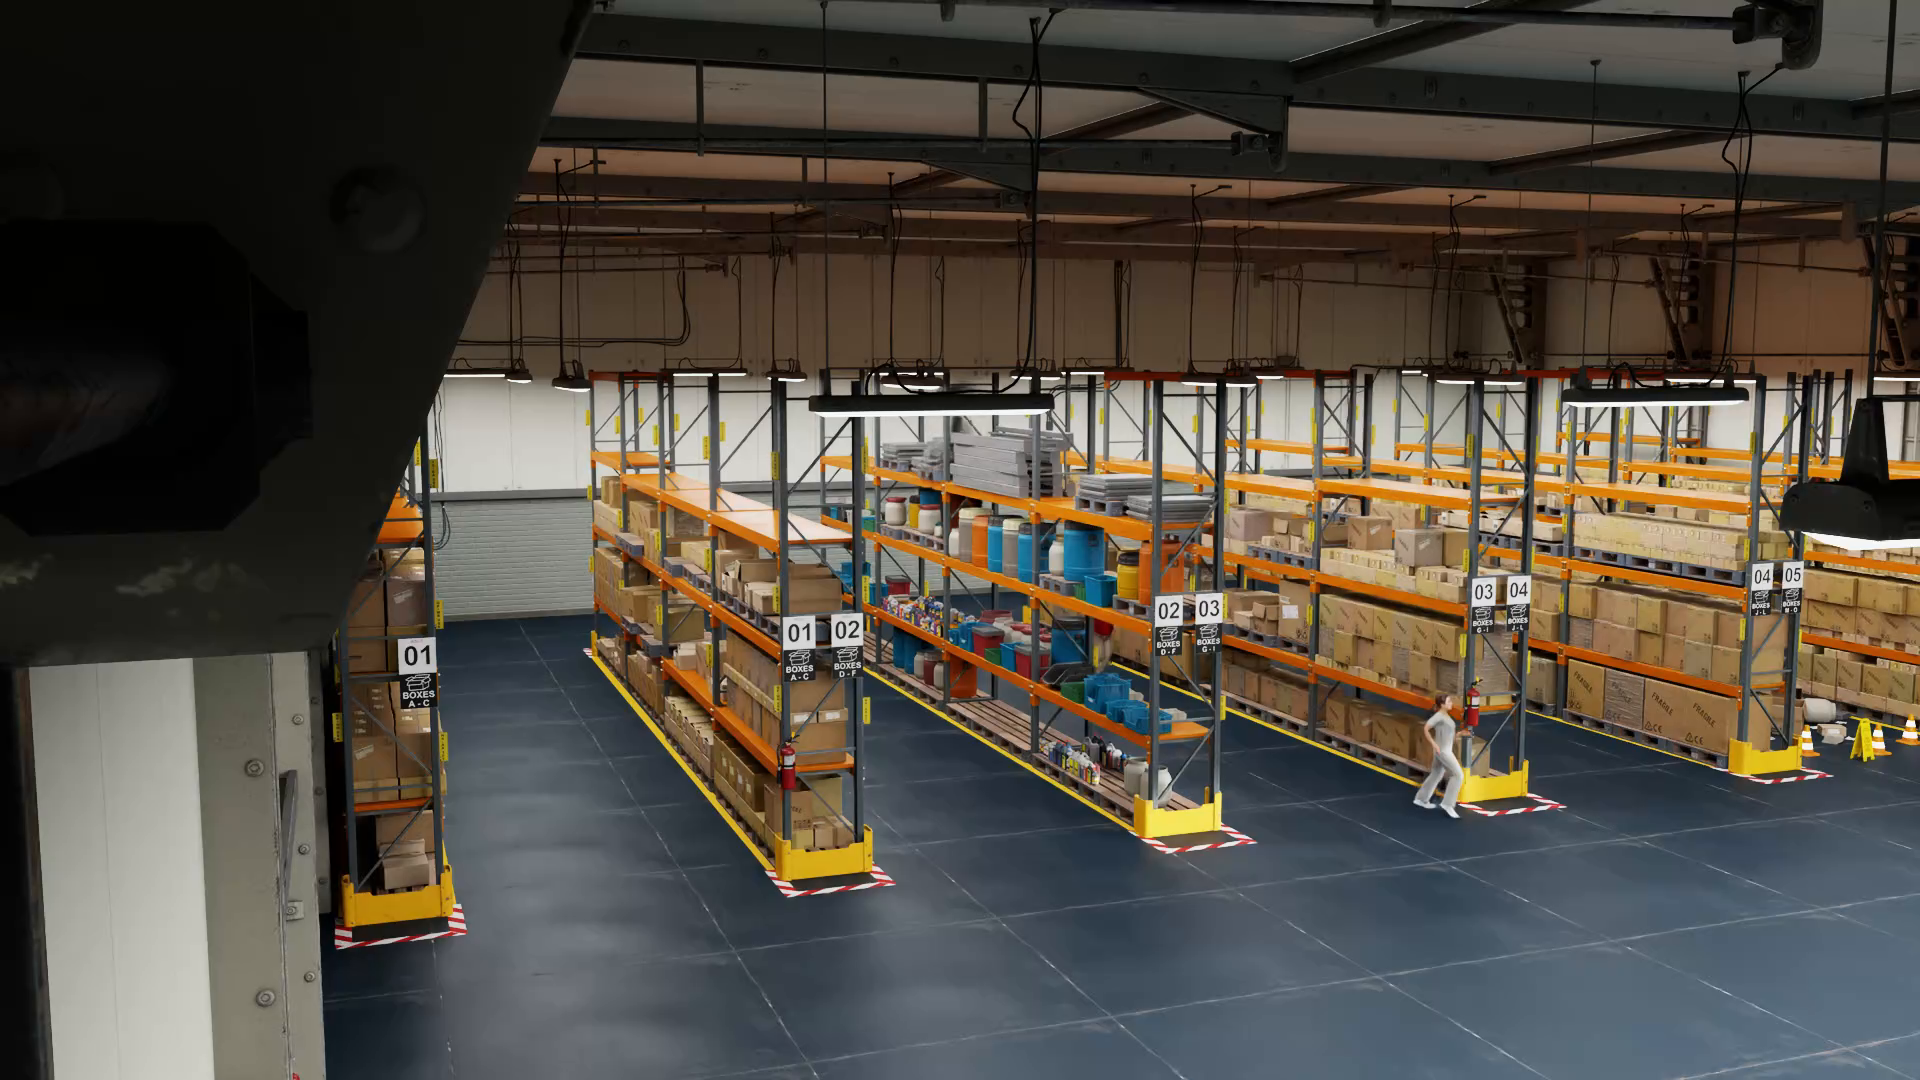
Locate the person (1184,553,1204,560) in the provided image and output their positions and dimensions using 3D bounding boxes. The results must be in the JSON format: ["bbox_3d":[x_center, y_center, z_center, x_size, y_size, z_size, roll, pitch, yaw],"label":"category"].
[{"bbox_3d":[5.713,0.928,40.966,0.640,1.673,0.561,2,7,20],"label":"person"}]

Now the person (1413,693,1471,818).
[{"bbox_3d":[6.633,2.954,22.876,0.740,1.716,0.536,2,7,20],"label":"person"}]

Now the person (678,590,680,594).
[{"bbox_3d":[-6.412,1.426,36.467,0.639,1.693,0.709,5,8,37],"label":"person"}]

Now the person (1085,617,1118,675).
[{"bbox_3d":[2.736,1.922,32.098,0.655,1.660,0.761,-3,7,-27],"label":"person"}]
